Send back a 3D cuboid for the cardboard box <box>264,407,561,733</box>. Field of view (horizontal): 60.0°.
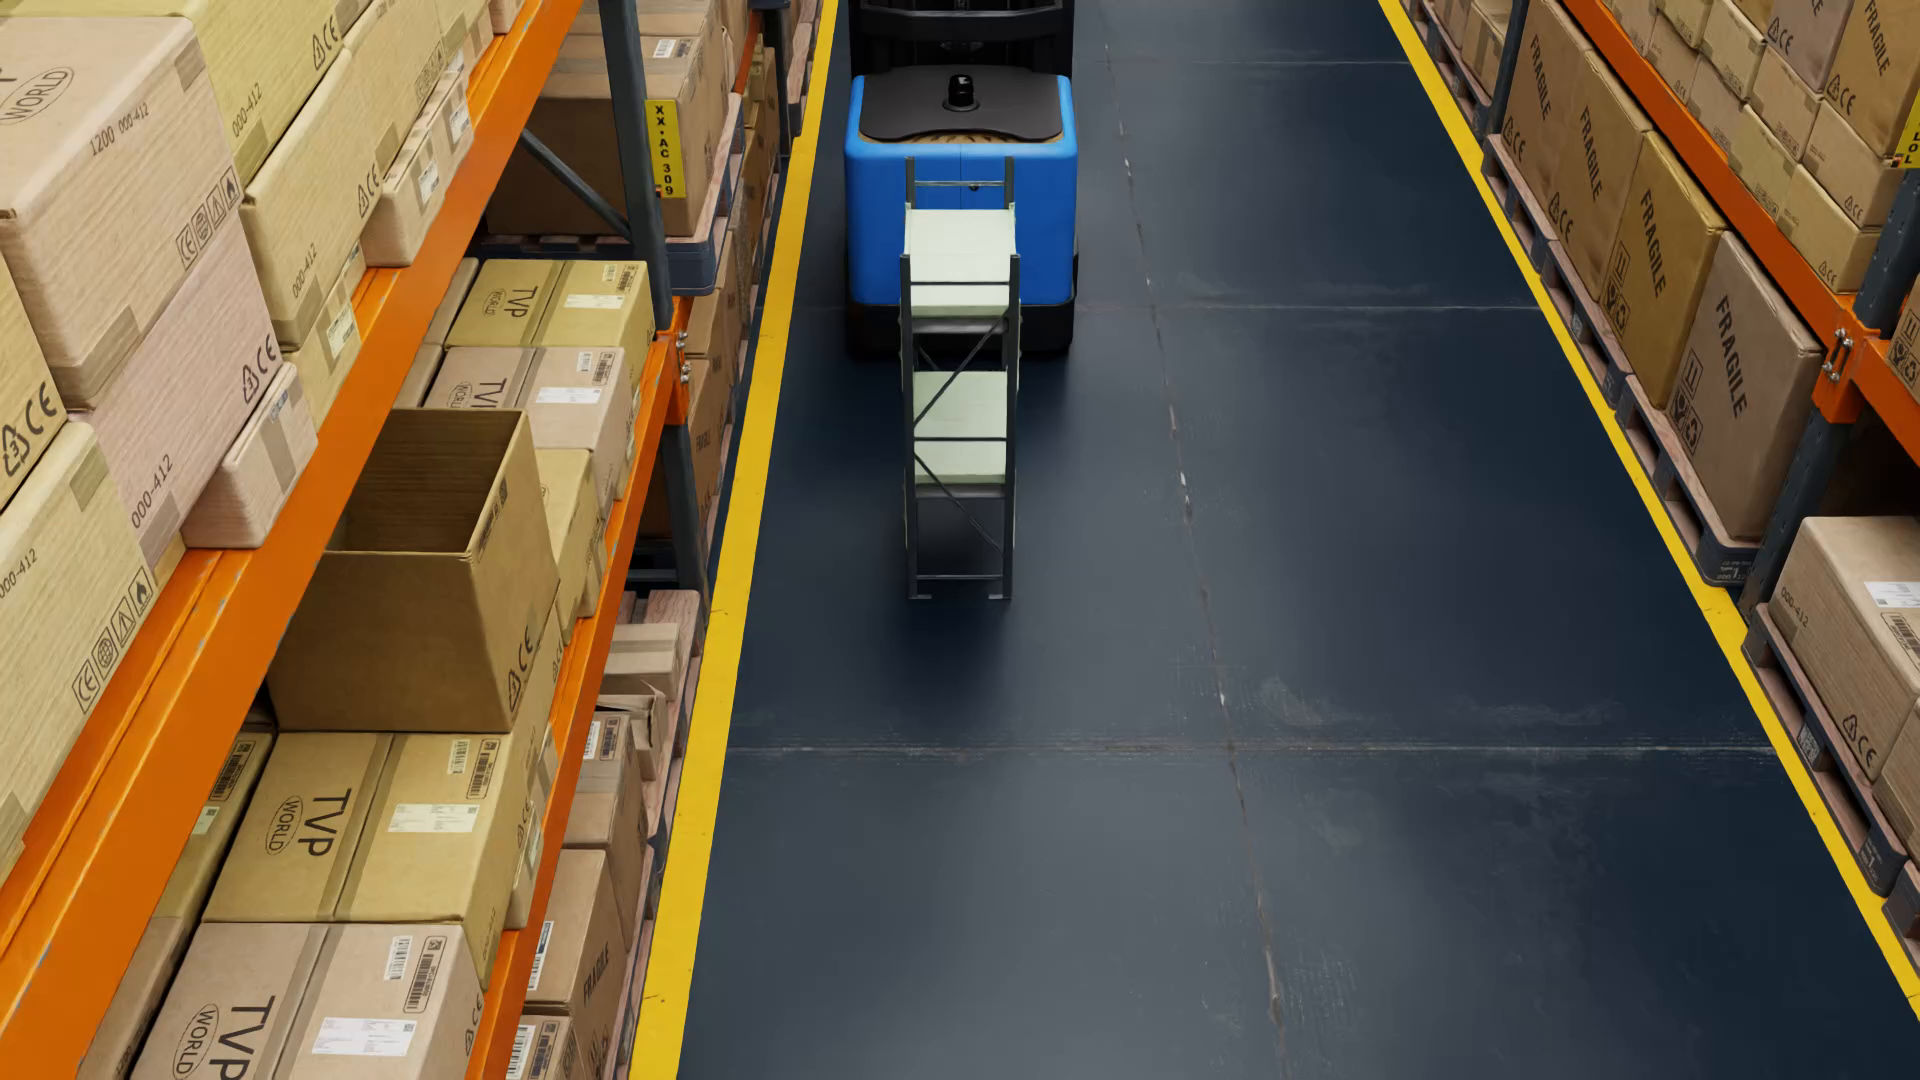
[{"bbox_3d":[-1.190,0.058,3.562,0.500,0.500,0.500,1,39,1],"label":"cardboard box"}]

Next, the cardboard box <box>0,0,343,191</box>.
[{"bbox_3d":[-1.203,-0.703,2.312,0.500,0.250,0.500,-1,39,-1],"label":"cardboard box"}]

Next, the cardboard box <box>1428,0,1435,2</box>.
[{"bbox_3d":[3.502,-3.806,10.866,0.950,0.372,0.625,1,39,1],"label":"cardboard box"}]

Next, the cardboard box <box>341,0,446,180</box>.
[{"bbox_3d":[-1.218,-0.837,2.879,0.500,0.250,0.500,-1,39,-1],"label":"cardboard box"}]

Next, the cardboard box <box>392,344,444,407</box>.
[{"bbox_3d":[-1.724,-0.306,4.615,0.500,0.250,0.500,0,39,0],"label":"cardboard box"}]

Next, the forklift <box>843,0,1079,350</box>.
[{"bbox_3d":[0.008,-2.917,8.046,1.130,2.935,3.031,0,39,0],"label":"forklift"}]

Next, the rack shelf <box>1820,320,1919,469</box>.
[{"bbox_3d":[3.504,0.654,4.110,1.077,0.370,4.000,0,39,0],"label":"rack shelf"}]

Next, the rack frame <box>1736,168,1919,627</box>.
[{"bbox_3d":[3.502,-0.877,5.446,1.000,3.000,0.127,0,39,0],"label":"rack frame"}]

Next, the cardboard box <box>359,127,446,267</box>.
[{"bbox_3d":[-1.130,-0.601,2.903,0.380,0.149,0.250,0,39,0],"label":"cardboard box"}]

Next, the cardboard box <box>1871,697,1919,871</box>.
[{"bbox_3d":[3.397,0.911,4.927,0.875,0.438,0.875,-1,39,-1],"label":"cardboard box"}]

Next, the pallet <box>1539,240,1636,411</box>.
[{"bbox_3d":[3.421,-1.037,7.875,1.003,0.211,1.213,0,39,0],"label":"pallet"}]

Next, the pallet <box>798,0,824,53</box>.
[{"bbox_3d":[-1.427,-3.561,11.024,1.003,0.211,1.213,0,39,0],"label":"pallet"}]

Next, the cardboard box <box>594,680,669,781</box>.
[{"bbox_3d":[-1.167,0.603,5.449,0.396,0.266,0.258,1,39,2],"label":"cardboard box"}]

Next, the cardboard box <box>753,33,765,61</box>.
[{"bbox_3d":[-1.213,-2.506,8.623,0.380,0.149,0.250,-2,39,-2],"label":"cardboard box"}]

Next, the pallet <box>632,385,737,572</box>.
[{"bbox_3d":[-1.501,-0.292,6.946,1.003,0.211,1.213,0,39,0],"label":"pallet"}]

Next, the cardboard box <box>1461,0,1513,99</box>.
[{"bbox_3d":[3.507,-2.871,9.699,0.950,0.372,0.625,-2,39,-3],"label":"cardboard box"}]

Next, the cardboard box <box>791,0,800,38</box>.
[{"bbox_3d":[-1.462,-3.409,10.168,0.875,0.625,0.625,1,39,1],"label":"cardboard box"}]

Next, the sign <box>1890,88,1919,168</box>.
[{"bbox_3d":[2.959,-1.292,5.101,0.100,0.325,0.005,0,39,0],"label":"sign"}]

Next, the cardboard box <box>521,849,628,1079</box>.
[{"bbox_3d":[-1.226,1.194,4.525,0.500,0.500,0.500,1,39,1],"label":"cardboard box"}]

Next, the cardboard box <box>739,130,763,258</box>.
[{"bbox_3d":[-1.258,-1.657,8.082,0.500,0.500,0.500,2,39,2],"label":"cardboard box"}]

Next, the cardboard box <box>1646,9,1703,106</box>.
[{"bbox_3d":[3.263,-2.056,7.037,0.500,0.250,0.500,0,39,0],"label":"cardboard box"}]

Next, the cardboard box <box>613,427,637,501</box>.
[{"bbox_3d":[-1.162,-0.249,4.863,0.380,0.149,0.250,1,39,1],"label":"cardboard box"}]

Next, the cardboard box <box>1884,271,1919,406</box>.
[{"bbox_3d":[3.241,-0.623,5.048,0.500,0.500,0.500,1,39,1],"label":"cardboard box"}]

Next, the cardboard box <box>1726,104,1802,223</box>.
[{"bbox_3d":[3.250,-1.418,6.240,0.500,0.250,0.500,-1,39,-1],"label":"cardboard box"}]

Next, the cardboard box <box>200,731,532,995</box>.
[{"bbox_3d":[-1.193,0.656,3.415,0.500,0.250,0.500,-1,39,-1],"label":"cardboard box"}]

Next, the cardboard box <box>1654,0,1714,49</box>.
[{"bbox_3d":[3.226,-2.246,6.874,0.500,0.250,0.500,1,39,1],"label":"cardboard box"}]

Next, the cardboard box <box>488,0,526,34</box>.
[{"bbox_3d":[-1.181,-1.245,3.707,0.380,0.149,0.250,0,39,0],"label":"cardboard box"}]

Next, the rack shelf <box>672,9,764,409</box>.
[{"bbox_3d":[-1.464,-1.841,7.224,1.077,0.370,4.000,0,39,0],"label":"rack shelf"}]

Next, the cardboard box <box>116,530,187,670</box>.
[{"bbox_3d":[-1.235,0.034,2.112,0.380,0.149,0.250,0,39,0],"label":"cardboard box"}]

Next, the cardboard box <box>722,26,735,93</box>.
[{"bbox_3d":[-1.080,-1.852,6.434,0.396,0.266,0.258,2,39,2],"label":"cardboard box"}]

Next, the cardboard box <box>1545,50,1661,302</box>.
[{"bbox_3d":[3.412,-1.724,7.866,0.875,0.875,0.875,0,39,1],"label":"cardboard box"}]

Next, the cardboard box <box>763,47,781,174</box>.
[{"bbox_3d":[-1.251,-2.297,8.881,0.500,0.500,0.500,1,39,1],"label":"cardboard box"}]

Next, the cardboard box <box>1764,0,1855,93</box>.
[{"bbox_3d":[3.242,-1.909,5.854,0.500,0.500,0.500,1,39,1],"label":"cardboard box"}]

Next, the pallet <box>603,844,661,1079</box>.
[{"bbox_3d":[-1.458,1.411,4.821,1.003,0.211,1.213,0,39,0],"label":"pallet"}]

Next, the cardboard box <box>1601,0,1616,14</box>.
[{"bbox_3d":[3.264,-2.693,7.832,0.500,0.250,0.500,-1,39,-1],"label":"cardboard box"}]

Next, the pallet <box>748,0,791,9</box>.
[{"bbox_3d":[-1.395,-2.874,8.091,1.213,0.211,1.003,0,39,0],"label":"pallet"}]

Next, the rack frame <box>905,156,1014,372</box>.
[{"bbox_3d":[0.000,-0.818,6.572,0.400,1.500,0.023,0,39,0],"label":"rack frame"}]

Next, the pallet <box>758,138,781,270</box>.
[{"bbox_3d":[-1.503,-1.818,8.850,1.003,0.211,1.213,0,39,0],"label":"pallet"}]

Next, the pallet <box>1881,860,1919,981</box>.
[{"bbox_3d":[3.429,1.451,4.770,1.003,0.211,1.213,0,39,0],"label":"pallet"}]

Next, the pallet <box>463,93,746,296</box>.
[{"bbox_3d":[-1.354,-1.296,6.123,1.003,0.211,1.213,0,39,0],"label":"pallet"}]

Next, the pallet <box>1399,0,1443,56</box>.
[{"bbox_3d":[3.499,-3.540,10.999,1.003,0.211,1.213,0,39,0],"label":"pallet"}]

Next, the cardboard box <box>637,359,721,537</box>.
[{"bbox_3d":[-1.237,-0.363,6.467,0.500,0.500,0.500,2,39,2],"label":"cardboard box"}]

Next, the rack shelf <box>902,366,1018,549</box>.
[{"bbox_3d":[0.000,-0.335,6.490,0.431,0.370,0.720,0,39,0],"label":"rack shelf"}]

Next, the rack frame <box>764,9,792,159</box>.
[{"bbox_3d":[-1.466,-3.373,8.560,1.000,3.000,0.127,0,39,0],"label":"rack frame"}]

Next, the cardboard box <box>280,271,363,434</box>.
[{"bbox_3d":[-1.140,-0.286,2.511,0.380,0.149,0.250,0,39,0],"label":"cardboard box"}]

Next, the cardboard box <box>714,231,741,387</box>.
[{"bbox_3d":[-1.244,-1.008,7.272,0.500,0.500,0.500,-1,39,-1],"label":"cardboard box"}]

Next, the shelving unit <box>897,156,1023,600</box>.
[{"bbox_3d":[0.000,-0.589,6.286,0.431,1.500,0.755,0,39,0],"label":"shelving unit"}]

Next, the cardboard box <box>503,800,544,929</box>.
[{"bbox_3d":[-1.135,0.717,3.658,0.380,0.149,0.250,-1,39,-1],"label":"cardboard box"}]

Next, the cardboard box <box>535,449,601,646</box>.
[{"bbox_3d":[-1.215,0.014,4.215,0.500,0.250,0.500,0,39,0],"label":"cardboard box"}]

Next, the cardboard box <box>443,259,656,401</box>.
[{"bbox_3d":[-1.217,-0.611,4.996,0.500,0.250,0.500,1,39,1],"label":"cardboard box"}]

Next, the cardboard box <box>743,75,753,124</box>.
[{"bbox_3d":[-1.225,-2.170,8.204,0.380,0.149,0.250,-1,39,-2],"label":"cardboard box"}]

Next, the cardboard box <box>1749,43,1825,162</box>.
[{"bbox_3d":[3.250,-1.602,6.071,0.500,0.250,0.500,1,39,1],"label":"cardboard box"}]

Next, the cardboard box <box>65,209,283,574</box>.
[{"bbox_3d":[-1.206,-0.194,2.076,0.500,0.250,0.500,1,39,1],"label":"cardboard box"}]

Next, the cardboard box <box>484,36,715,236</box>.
[{"bbox_3d":[-1.239,-1.377,5.654,0.700,0.500,0.500,1,39,1],"label":"cardboard box"}]

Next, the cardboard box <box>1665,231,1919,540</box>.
[{"bbox_3d":[3.421,-0.600,6.463,0.875,0.875,0.875,1,39,1],"label":"cardboard box"}]

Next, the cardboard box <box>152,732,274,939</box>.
[{"bbox_3d":[-1.718,0.653,3.419,0.500,0.250,0.500,1,39,1],"label":"cardboard box"}]

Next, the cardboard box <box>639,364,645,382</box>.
[{"bbox_3d":[-1.209,-0.574,5.269,0.380,0.149,0.250,0,39,1],"label":"cardboard box"}]

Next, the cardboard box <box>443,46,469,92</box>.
[{"bbox_3d":[-1.204,-0.920,3.301,0.380,0.149,0.250,0,39,0],"label":"cardboard box"}]

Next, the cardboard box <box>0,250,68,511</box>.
[{"bbox_3d":[-1.207,-0.071,1.523,0.500,0.250,0.500,0,39,-1],"label":"cardboard box"}]

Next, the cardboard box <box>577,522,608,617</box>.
[{"bbox_3d":[-1.161,0.075,4.459,0.380,0.149,0.250,-1,39,-1],"label":"cardboard box"}]
